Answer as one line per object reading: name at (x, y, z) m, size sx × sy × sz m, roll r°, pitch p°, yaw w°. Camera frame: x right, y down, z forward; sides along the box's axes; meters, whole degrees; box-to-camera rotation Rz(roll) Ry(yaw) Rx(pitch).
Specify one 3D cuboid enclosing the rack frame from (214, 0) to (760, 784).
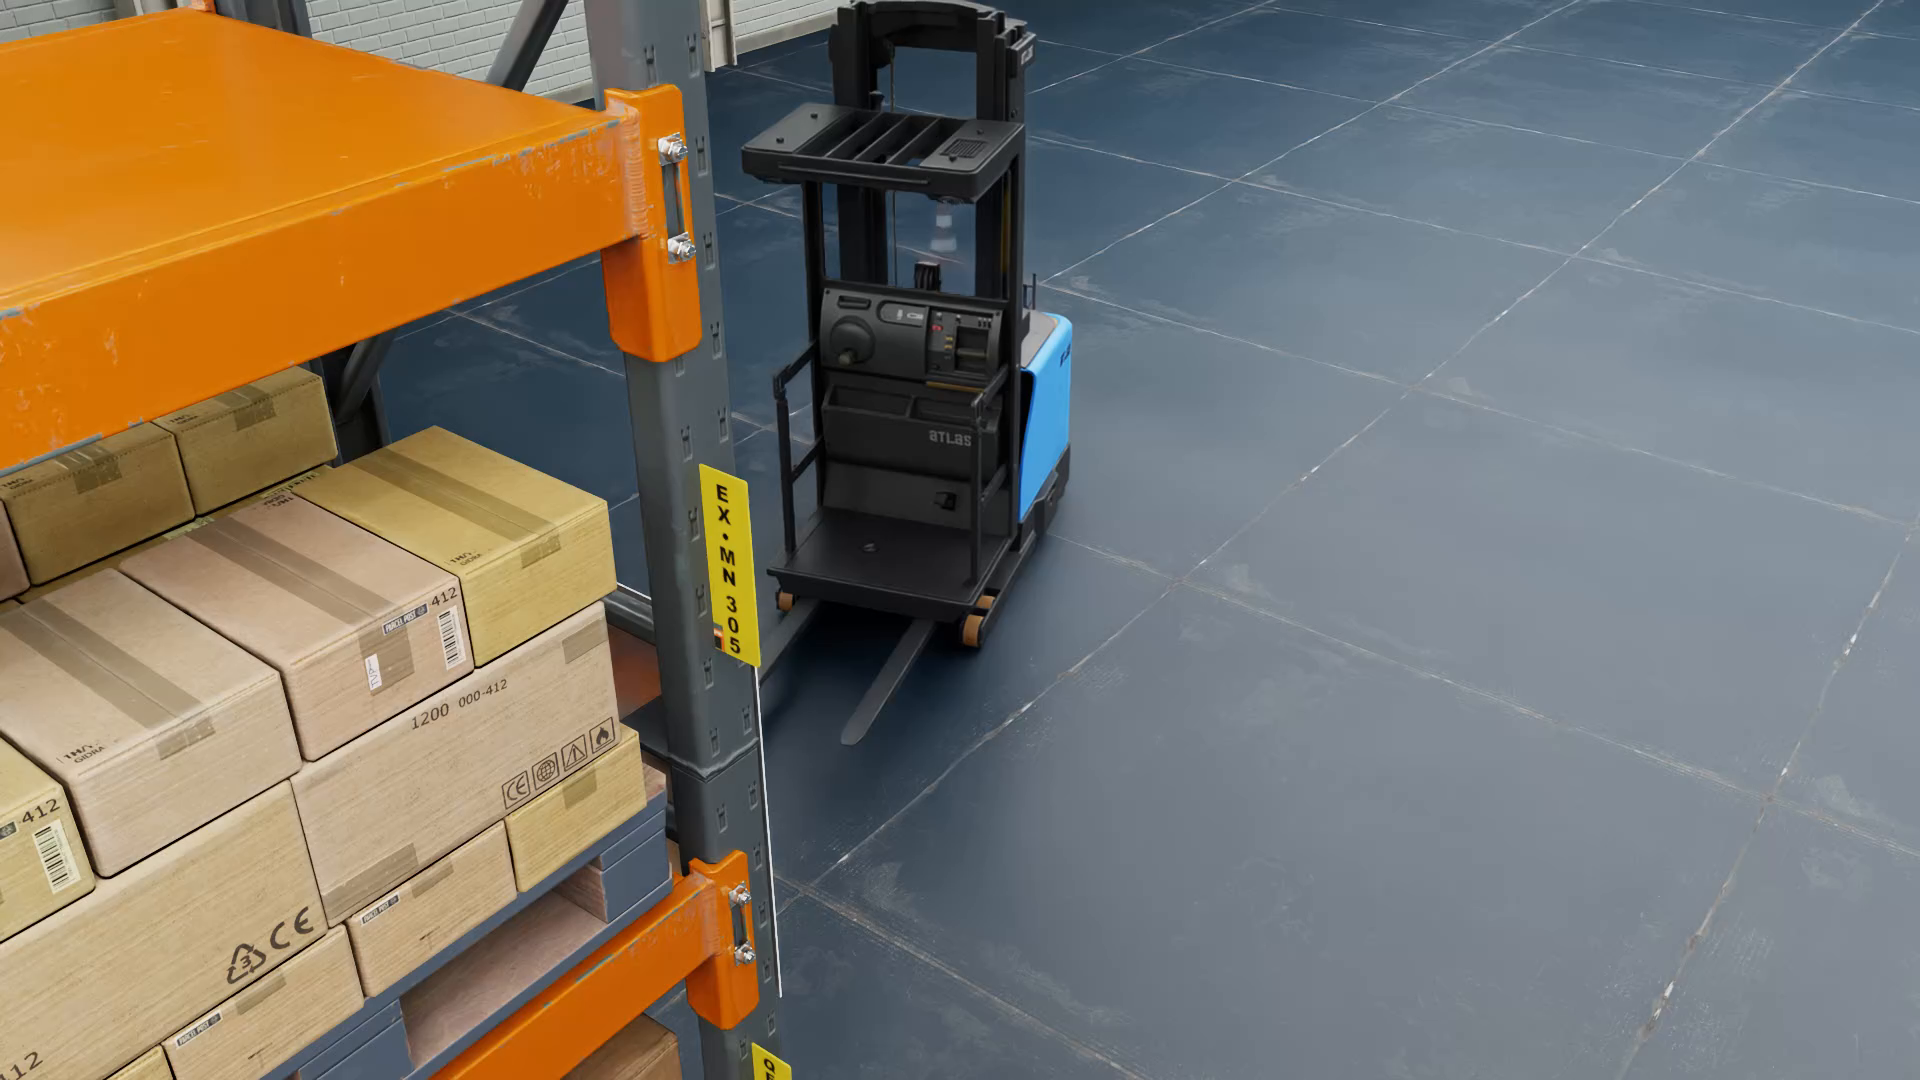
rack frame at (-0.772, -1.075, 2.237) m, size 1.000 × 3.000 × 0.127 m, roll 21°, pitch 37°, yaw 31°

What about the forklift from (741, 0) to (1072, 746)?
forklift at (-0.309, -0.953, 7.983) m, size 1.130 × 2.935 × 3.031 m, roll 10°, pitch 32°, yaw 16°

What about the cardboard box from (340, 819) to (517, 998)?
cardboard box at (-0.855, 0.442, 2.357) m, size 0.380 × 0.149 × 0.250 m, roll 21°, pitch 37°, yaw 32°

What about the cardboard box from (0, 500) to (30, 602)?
cardboard box at (-1.533, 0.001, 2.319) m, size 0.380 × 0.149 × 0.250 m, roll 21°, pitch 36°, yaw 31°

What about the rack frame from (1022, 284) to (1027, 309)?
rack frame at (0.263, -0.930, 9.642) m, size 0.240 × 1.200 × 0.006 m, roll 10°, pitch 32°, yaw 16°

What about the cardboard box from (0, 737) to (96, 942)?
cardboard box at (-1.166, 0.310, 1.798) m, size 0.380 × 0.149 × 0.250 m, roll 22°, pitch 37°, yaw 32°

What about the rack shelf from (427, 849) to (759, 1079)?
rack shelf at (-1.979, 1.338, 1.813) m, size 1.077 × 0.370 × 4.000 m, roll 21°, pitch 37°, yaw 31°

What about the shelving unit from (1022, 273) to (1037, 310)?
shelving unit at (0.292, -0.974, 9.716) m, size 0.258 × 1.200 × 0.189 m, roll 10°, pitch 32°, yaw 16°

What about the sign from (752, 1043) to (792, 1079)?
sign at (-0.348, 1.079, 3.119) m, size 0.100 × 0.325 × 0.005 m, roll 21°, pitch 37°, yaw 31°

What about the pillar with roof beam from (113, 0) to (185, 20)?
pillar with roof beam at (-2.824, -5.191, 9.183) m, size 9.100 × 9.000 × 0.400 m, roll 21°, pitch 37°, yaw 31°

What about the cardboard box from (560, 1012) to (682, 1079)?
cardboard box at (-1.027, 1.116, 3.218) m, size 0.875 × 0.550 × 0.550 m, roll 21°, pitch 37°, yaw 31°

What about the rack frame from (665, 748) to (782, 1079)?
rack frame at (-0.772, 1.506, 3.766) m, size 1.000 × 3.000 × 0.127 m, roll 21°, pitch 37°, yaw 31°

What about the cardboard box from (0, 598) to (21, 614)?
cardboard box at (-1.573, 0.253, 2.285) m, size 0.500 × 0.250 × 0.500 m, roll 21°, pitch 36°, yaw 31°

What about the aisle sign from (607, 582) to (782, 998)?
aisle sign at (-0.490, 0.451, 2.996) m, size 0.394 × 0.787 × 0.004 m, roll 21°, pitch 37°, yaw 31°

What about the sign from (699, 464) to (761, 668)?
sign at (-0.348, 0.042, 2.505) m, size 0.100 × 0.325 × 0.005 m, roll 21°, pitch 37°, yaw 31°

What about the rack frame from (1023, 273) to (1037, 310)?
rack frame at (0.321, -1.018, 9.791) m, size 0.240 × 1.200 × 0.006 m, roll 10°, pitch 32°, yaw 16°

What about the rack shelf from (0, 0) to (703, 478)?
rack shelf at (-1.979, 0.220, 1.150) m, size 1.077 × 0.370 × 4.000 m, roll 21°, pitch 37°, yaw 31°

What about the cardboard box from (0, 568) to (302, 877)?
cardboard box at (-1.011, 0.204, 1.976) m, size 0.380 × 0.149 × 0.250 m, roll 22°, pitch 37°, yaw 32°

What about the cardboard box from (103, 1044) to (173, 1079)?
cardboard box at (-1.163, 0.649, 2.007) m, size 0.380 × 0.149 × 0.250 m, roll 21°, pitch 37°, yaw 32°

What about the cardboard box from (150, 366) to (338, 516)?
cardboard box at (-1.227, -0.205, 2.666) m, size 0.380 × 0.149 × 0.250 m, roll 22°, pitch 37°, yaw 32°

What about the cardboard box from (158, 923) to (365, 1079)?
cardboard box at (-1.010, 0.546, 2.180) m, size 0.380 × 0.149 × 0.250 m, roll 22°, pitch 37°, yaw 32°

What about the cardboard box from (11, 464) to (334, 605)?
cardboard box at (-1.268, 0.046, 2.634) m, size 0.500 × 0.250 × 0.500 m, roll 21°, pitch 37°, yaw 31°

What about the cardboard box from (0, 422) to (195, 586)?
cardboard box at (-1.379, -0.104, 2.495) m, size 0.380 × 0.149 × 0.250 m, roll 21°, pitch 37°, yaw 32°

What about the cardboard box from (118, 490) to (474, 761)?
cardboard box at (-0.857, 0.100, 2.152) m, size 0.380 × 0.149 × 0.250 m, roll 21°, pitch 37°, yaw 32°

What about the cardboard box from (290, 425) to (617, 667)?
cardboard box at (-0.705, -0.001, 2.322) m, size 0.380 × 0.149 × 0.250 m, roll 22°, pitch 37°, yaw 32°

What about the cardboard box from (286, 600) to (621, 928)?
cardboard box at (-0.845, 0.214, 2.351) m, size 0.500 × 0.250 × 0.500 m, roll 22°, pitch 37°, yaw 32°

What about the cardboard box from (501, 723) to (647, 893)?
cardboard box at (-0.702, 0.340, 2.529) m, size 0.380 × 0.149 × 0.250 m, roll 21°, pitch 37°, yaw 31°

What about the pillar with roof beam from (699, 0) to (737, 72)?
pillar with roof beam at (0.798, -7.630, 13.298) m, size 9.100 × 9.000 × 0.400 m, roll 21°, pitch 37°, yaw 31°

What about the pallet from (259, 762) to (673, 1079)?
pallet at (-1.211, 0.559, 2.510) m, size 1.003 × 0.211 × 1.213 m, roll 21°, pitch 37°, yaw 31°

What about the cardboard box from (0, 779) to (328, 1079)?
cardboard box at (-1.147, 0.417, 2.008) m, size 0.500 × 0.250 × 0.500 m, roll 21°, pitch 37°, yaw 31°
